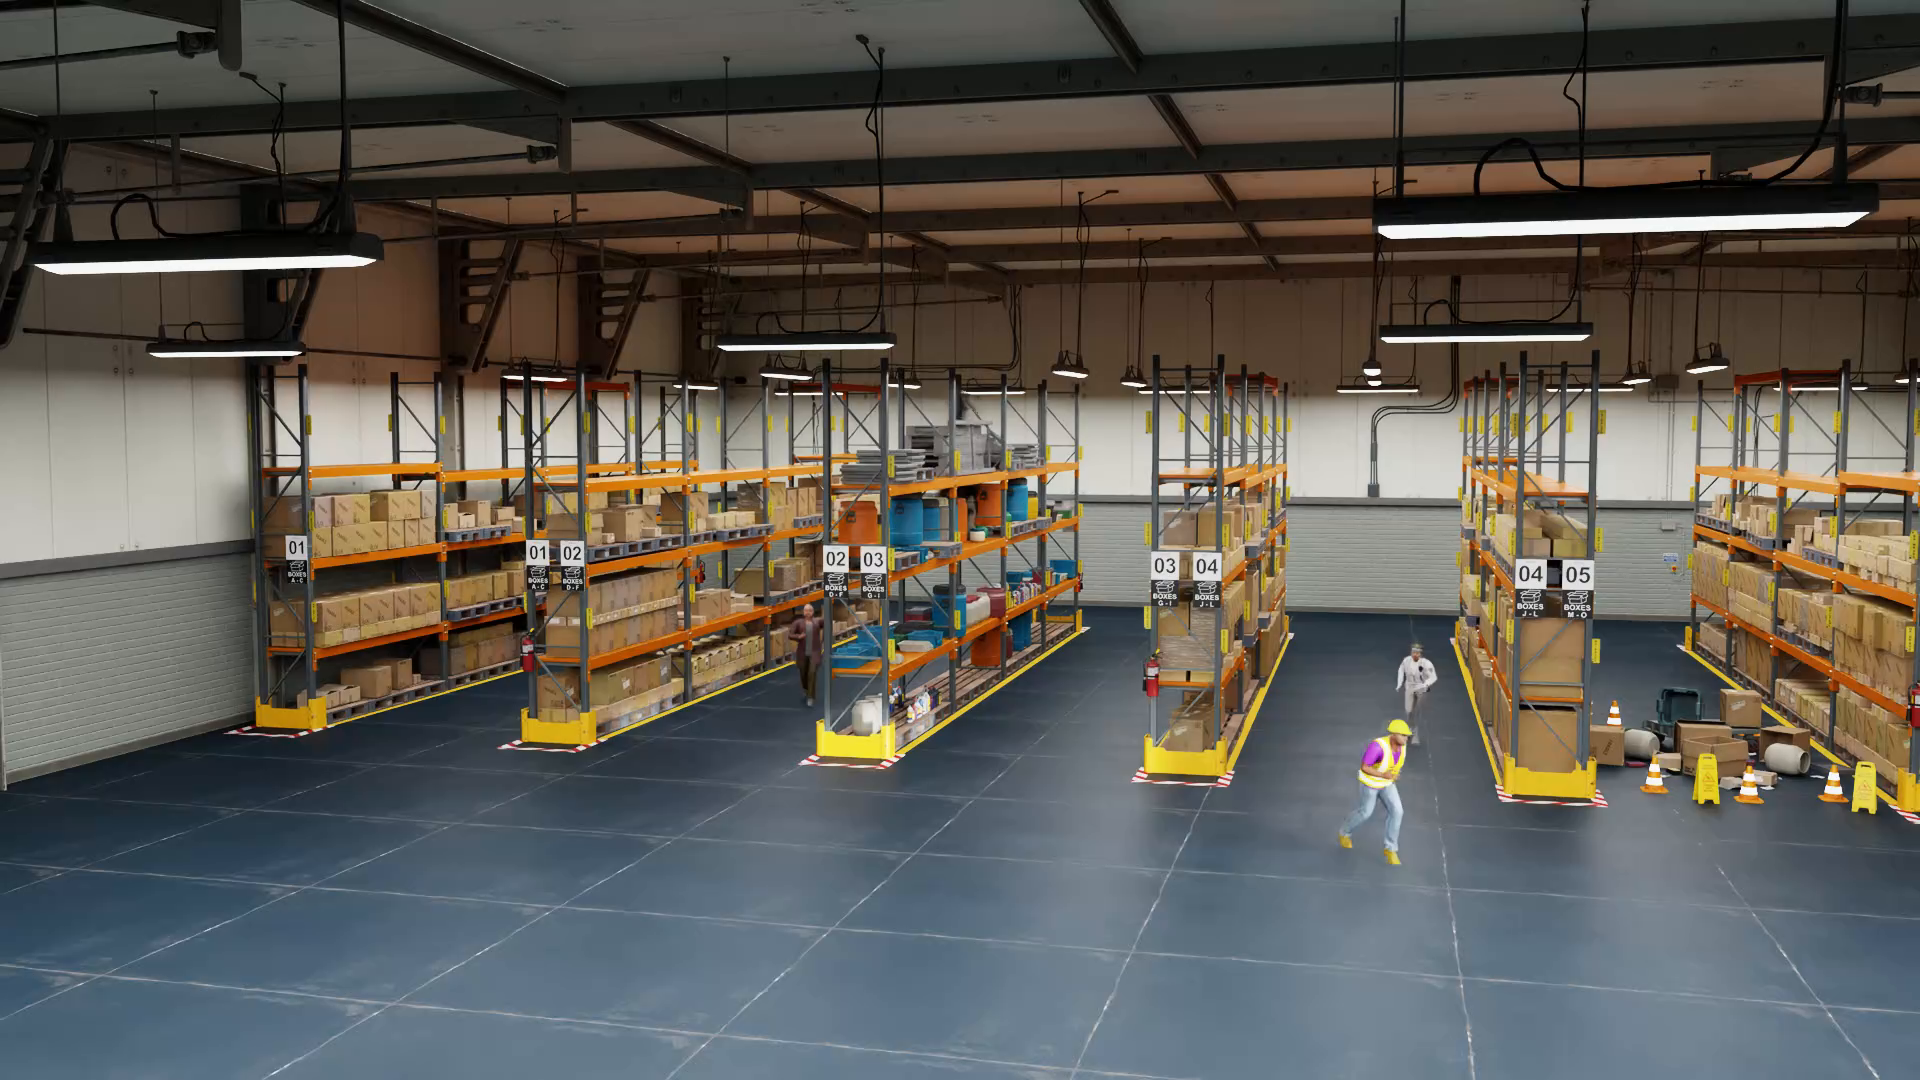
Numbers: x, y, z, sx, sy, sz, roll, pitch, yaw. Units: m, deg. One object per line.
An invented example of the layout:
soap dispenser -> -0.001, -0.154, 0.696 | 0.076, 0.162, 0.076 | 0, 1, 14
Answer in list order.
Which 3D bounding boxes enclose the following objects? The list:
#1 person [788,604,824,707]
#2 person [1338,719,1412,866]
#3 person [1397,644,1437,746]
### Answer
person -> -2.718, 2.016, 29.769 | 0.716, 1.746, 1.023 | 0, 4, -3
person -> 4.796, 2.872, 19.202 | 0.747, 1.717, 1.042 | -3, 5, -33
person -> 7.245, 2.405, 26.340 | 0.619, 1.623, 0.806 | 2, 4, 22
